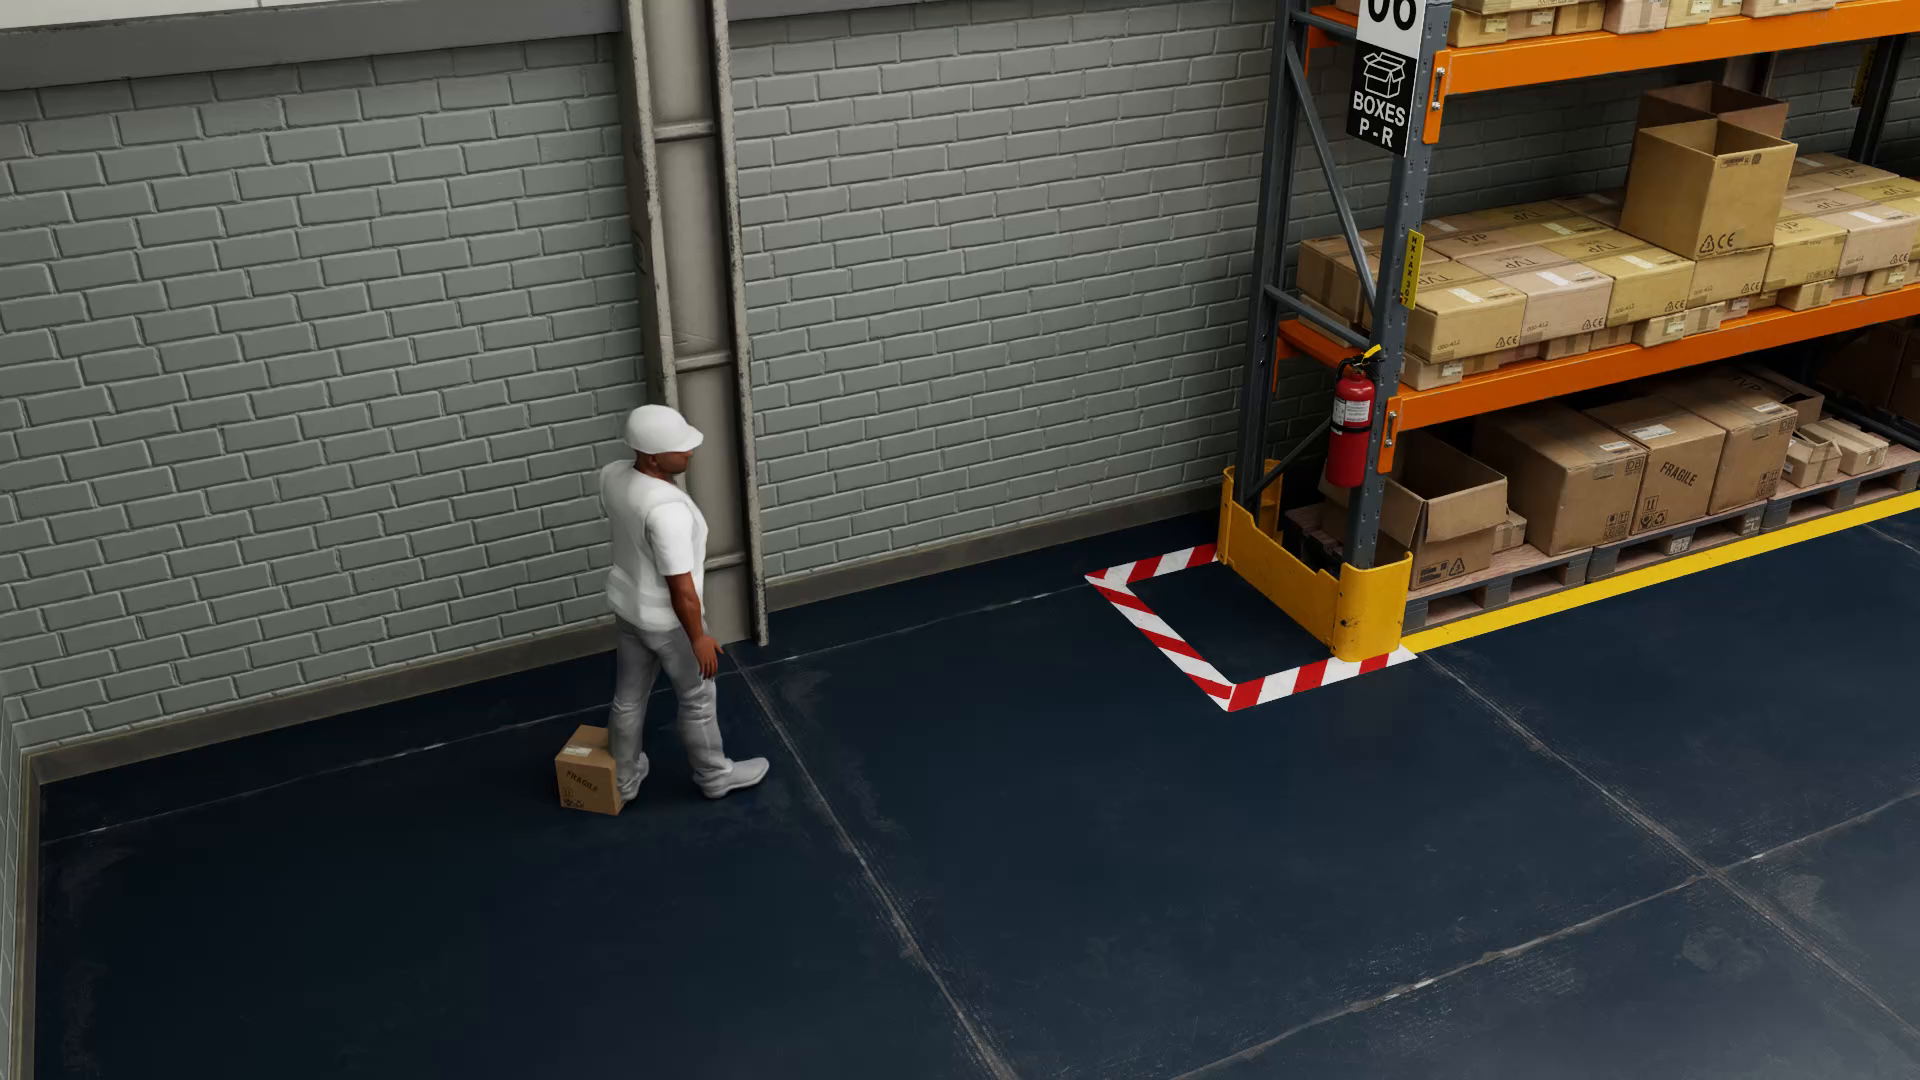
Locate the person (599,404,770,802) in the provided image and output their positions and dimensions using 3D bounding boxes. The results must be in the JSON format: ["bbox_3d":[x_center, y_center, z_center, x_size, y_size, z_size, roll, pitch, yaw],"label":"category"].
[{"bbox_3d":[-1.139,0.270,6.589,0.609,1.766,0.636,-24,37,-36],"label":"person"}]
